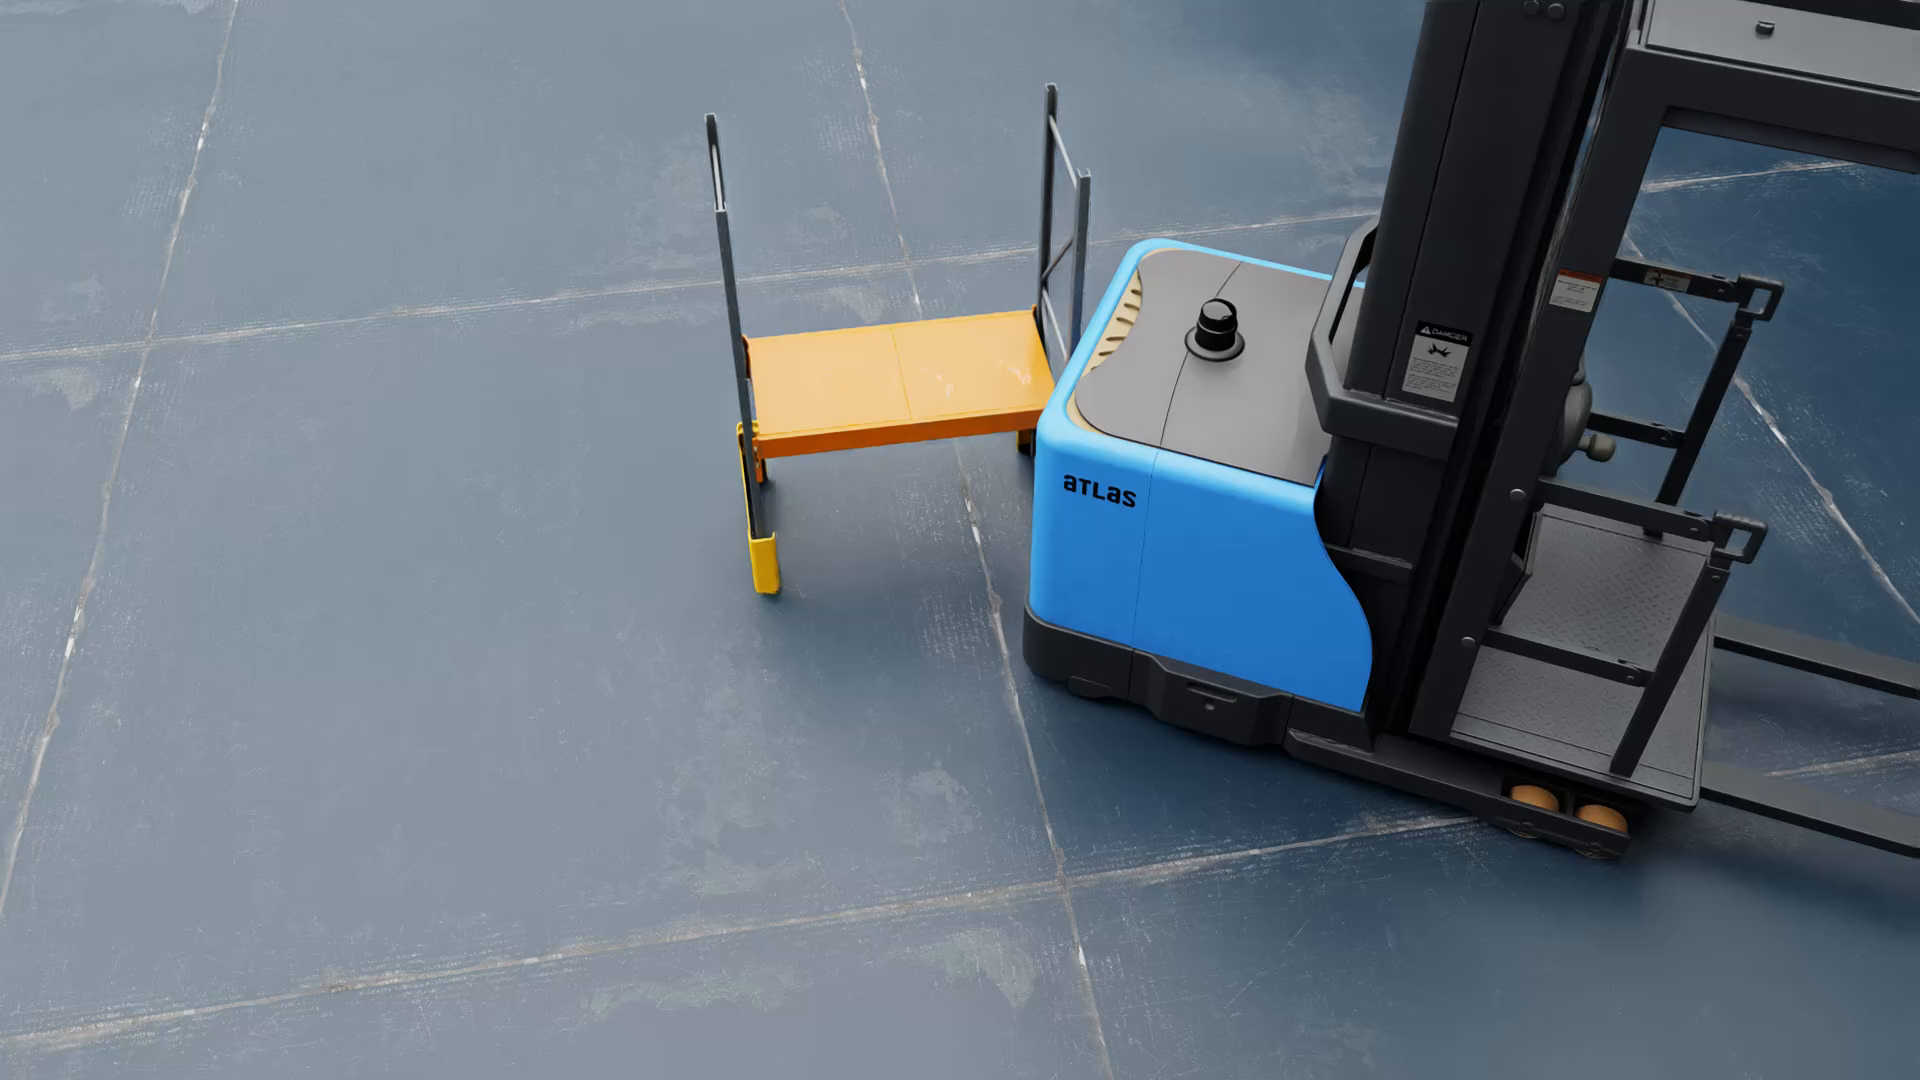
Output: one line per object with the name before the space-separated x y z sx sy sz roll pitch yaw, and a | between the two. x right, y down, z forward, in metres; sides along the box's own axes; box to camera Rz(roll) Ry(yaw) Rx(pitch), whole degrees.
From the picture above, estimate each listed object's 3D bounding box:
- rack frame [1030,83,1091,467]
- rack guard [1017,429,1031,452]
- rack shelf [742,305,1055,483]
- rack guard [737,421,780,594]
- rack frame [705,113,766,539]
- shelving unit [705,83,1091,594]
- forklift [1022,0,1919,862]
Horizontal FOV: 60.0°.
rack frame | 0.311 -0.671 5.355 0.032 1.500 0.500 -7 46 -6
rack guard | 0.292 -0.235 5.803 0.087 0.250 0.587 -7 46 -6
rack shelf | -0.190 -0.487 5.427 1.000 0.185 0.538 -7 46 -6
rack guard | -0.691 -0.118 5.690 0.087 0.250 0.587 -7 46 -6
rack frame | -0.692 -0.552 5.240 0.032 1.500 0.500 -7 46 -6
shelving unit | -0.199 -0.610 5.296 1.083 1.500 0.587 -7 46 -6
forklift | 1.770 -0.524 4.220 3.031 2.935 1.130 16 48 14
